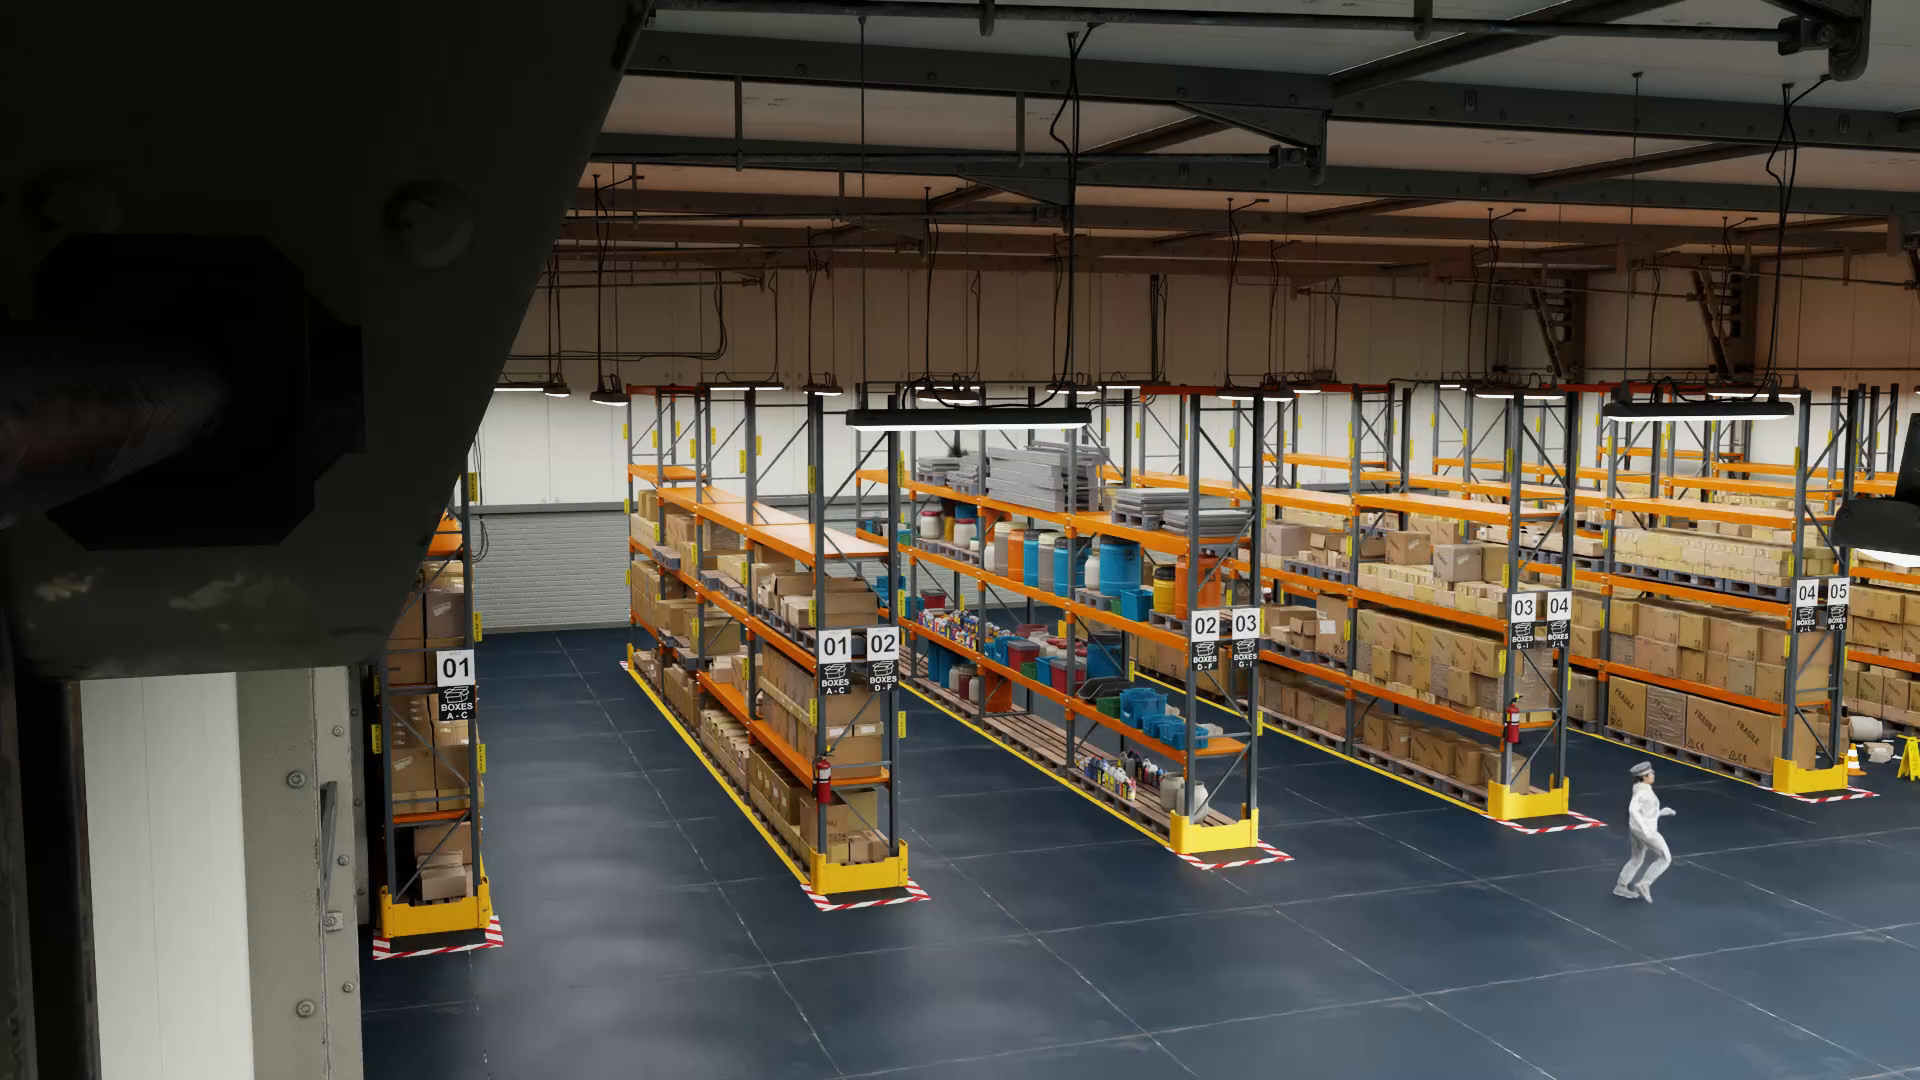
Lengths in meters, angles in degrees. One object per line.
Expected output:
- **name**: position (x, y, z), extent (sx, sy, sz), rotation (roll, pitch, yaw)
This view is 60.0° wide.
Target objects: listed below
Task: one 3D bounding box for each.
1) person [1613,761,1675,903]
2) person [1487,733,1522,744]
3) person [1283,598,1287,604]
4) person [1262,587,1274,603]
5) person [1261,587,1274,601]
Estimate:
- **person**: position (8.135, 3.457, 19.706), extent (0.658, 1.690, 0.582), rotation (0, 6, 4)
- **person**: position (9.248, 2.690, 28.173), extent (0.665, 1.480, 0.719), rotation (-4, 7, -32)
- **person**: position (6.532, 2.024, 33.643), extent (0.544, 1.701, 0.688), rotation (-2, 6, -19)
- **person**: position (6.420, 1.855, 34.760), extent (0.712, 1.745, 0.897), rotation (-3, 7, -30)
- **person**: position (7.630, 1.263, 41.393), extent (0.488, 1.611, 0.678), rotation (1, 6, 13)
